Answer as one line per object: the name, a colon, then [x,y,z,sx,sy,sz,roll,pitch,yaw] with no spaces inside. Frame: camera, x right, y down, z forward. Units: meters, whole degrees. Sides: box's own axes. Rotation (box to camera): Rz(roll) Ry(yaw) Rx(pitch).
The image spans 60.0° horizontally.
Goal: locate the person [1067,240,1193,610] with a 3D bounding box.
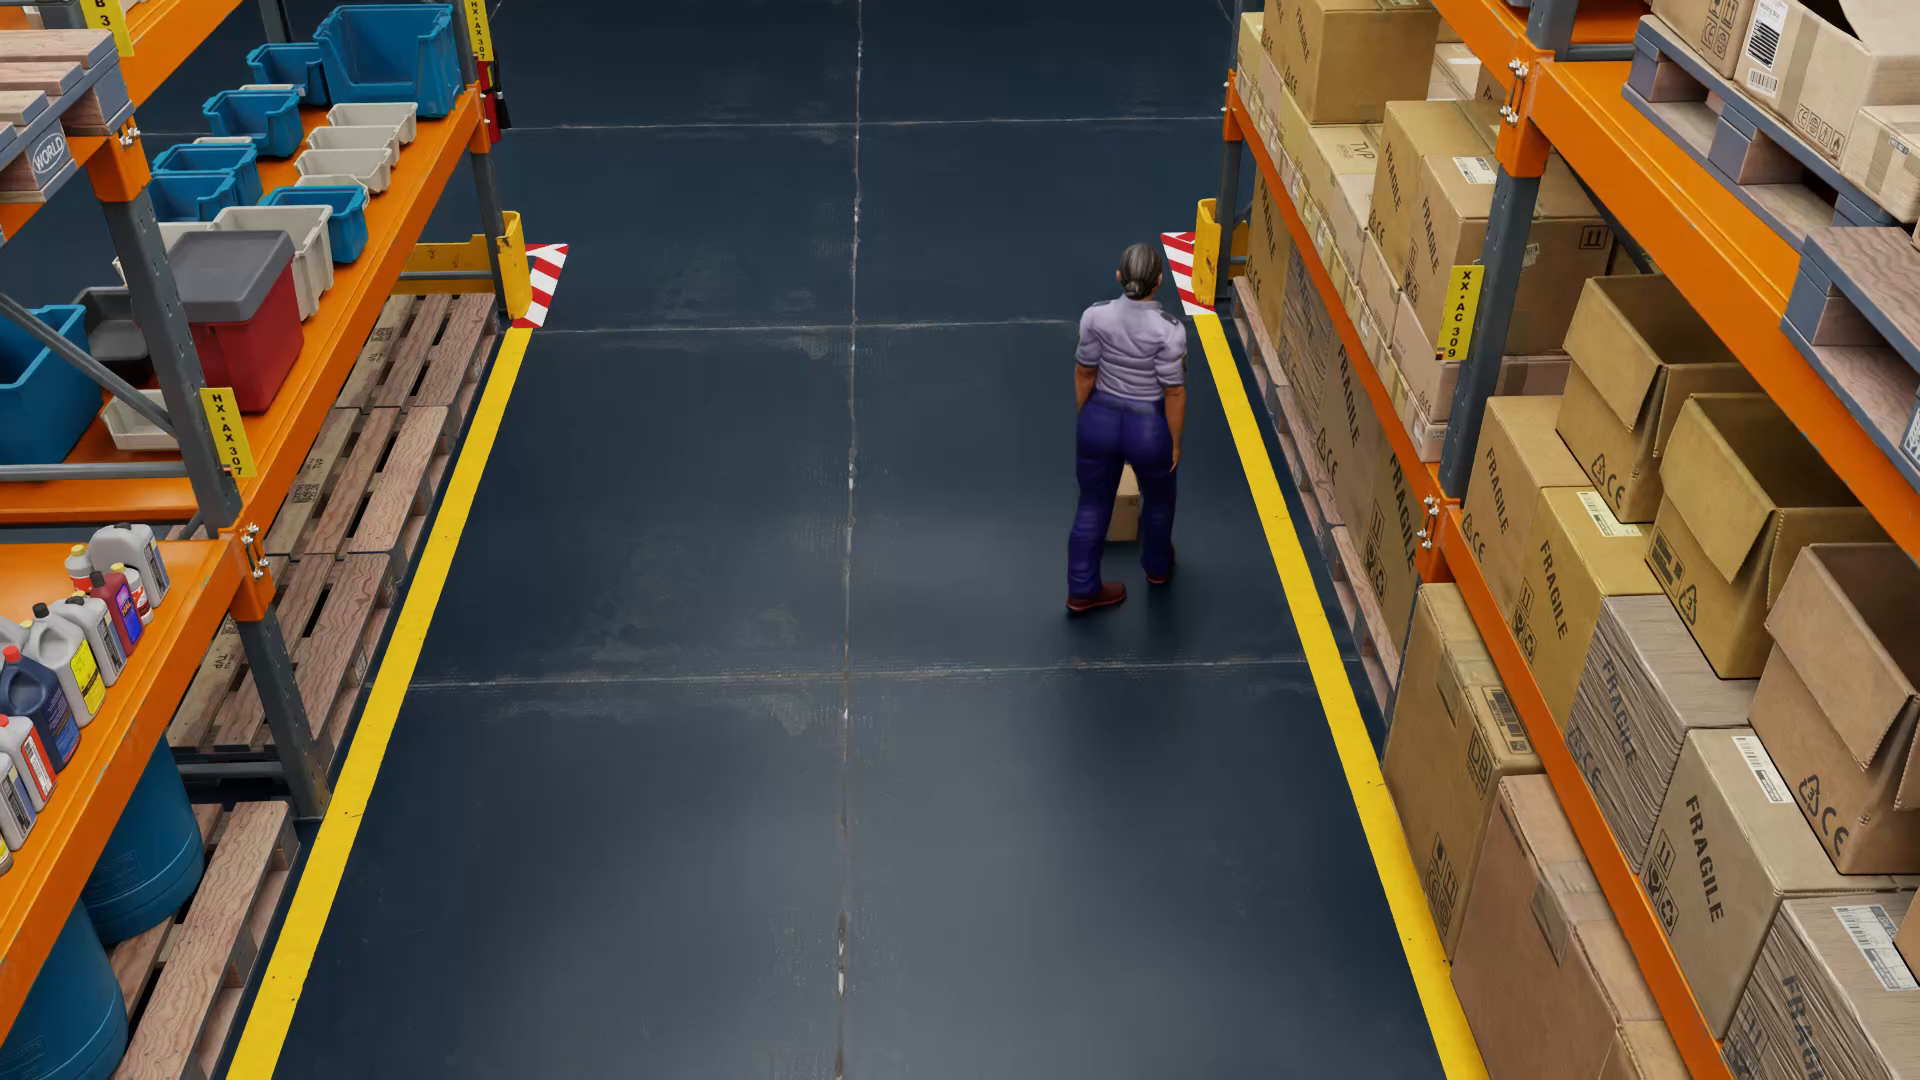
person: [0.716,-0.485,6.830,0.472,1.647,0.611,11,37,15]
